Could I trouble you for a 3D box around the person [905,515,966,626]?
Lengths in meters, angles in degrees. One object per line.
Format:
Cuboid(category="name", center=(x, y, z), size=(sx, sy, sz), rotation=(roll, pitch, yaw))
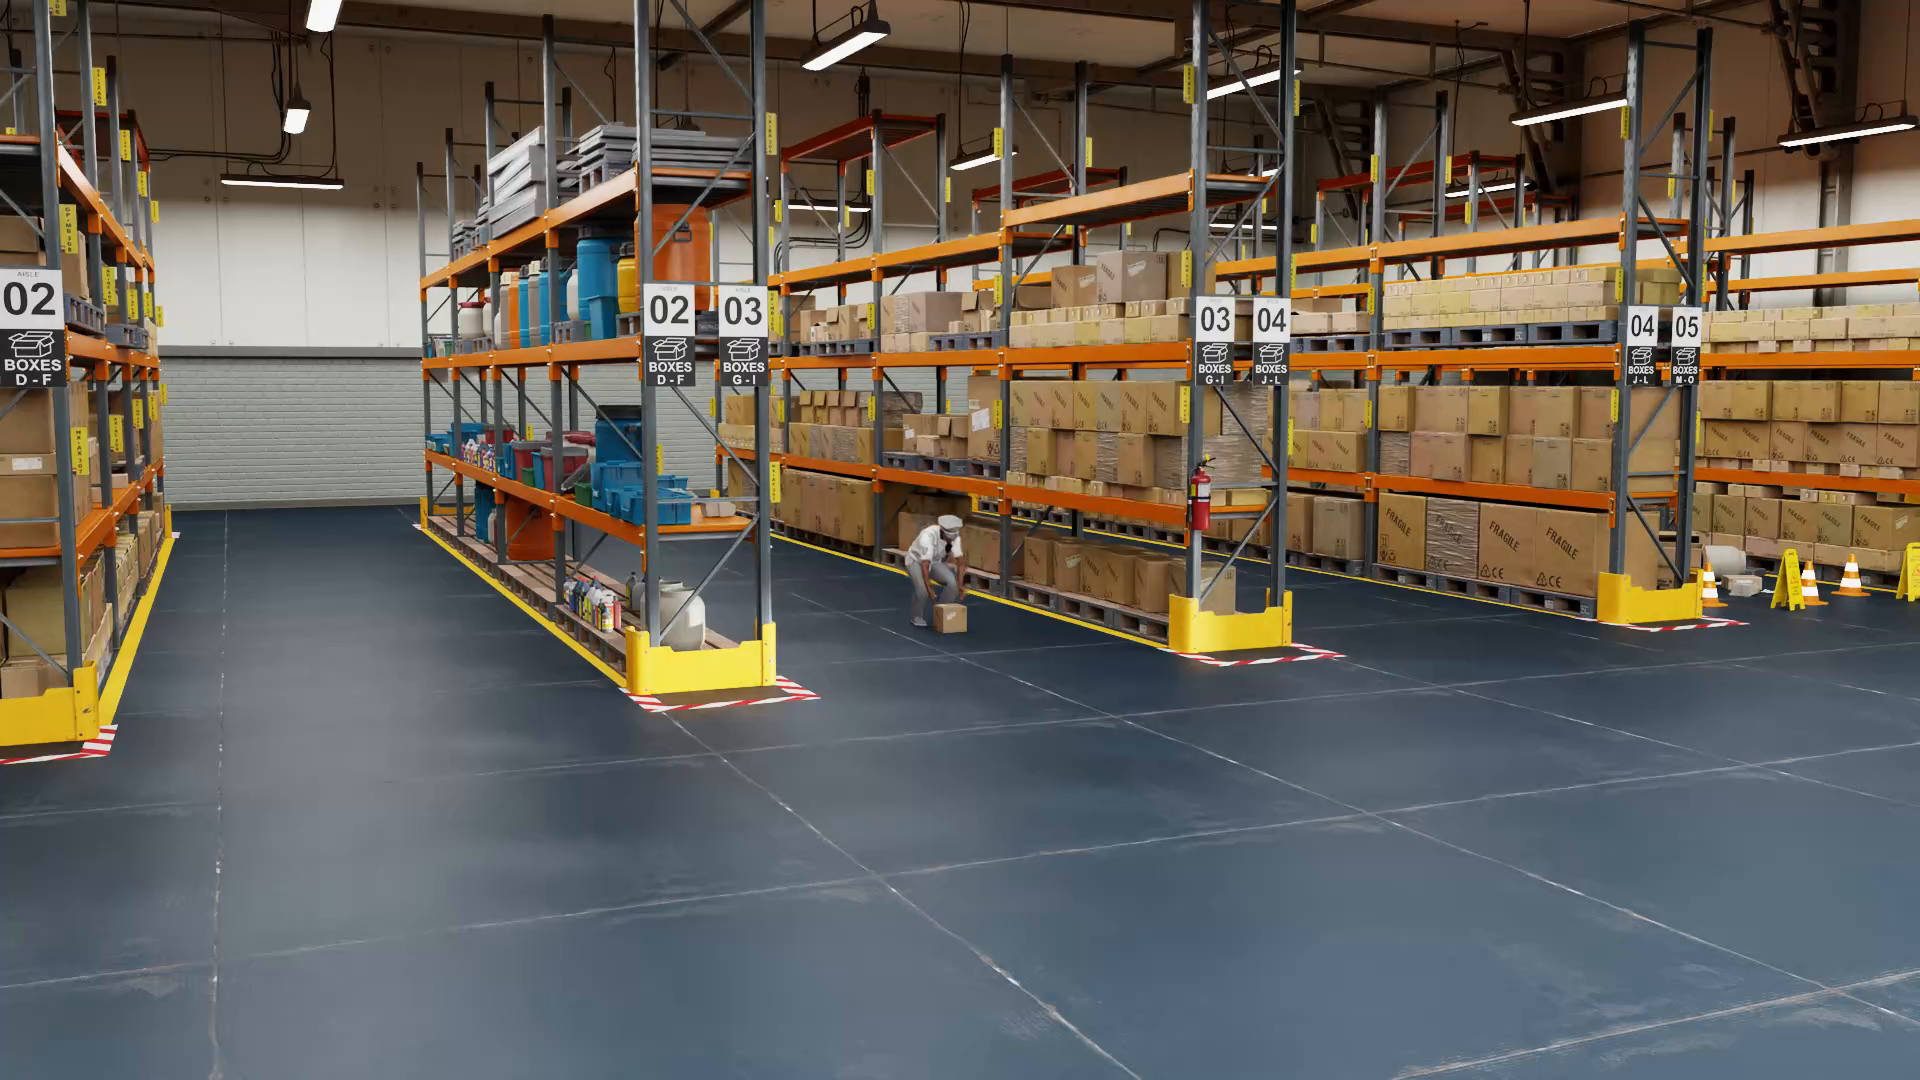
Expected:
Cuboid(category="person", center=(-0.231, 0.299, 16.687), size=(0.498, 1.135, 0.820), rotation=(-2, 6, -24))
